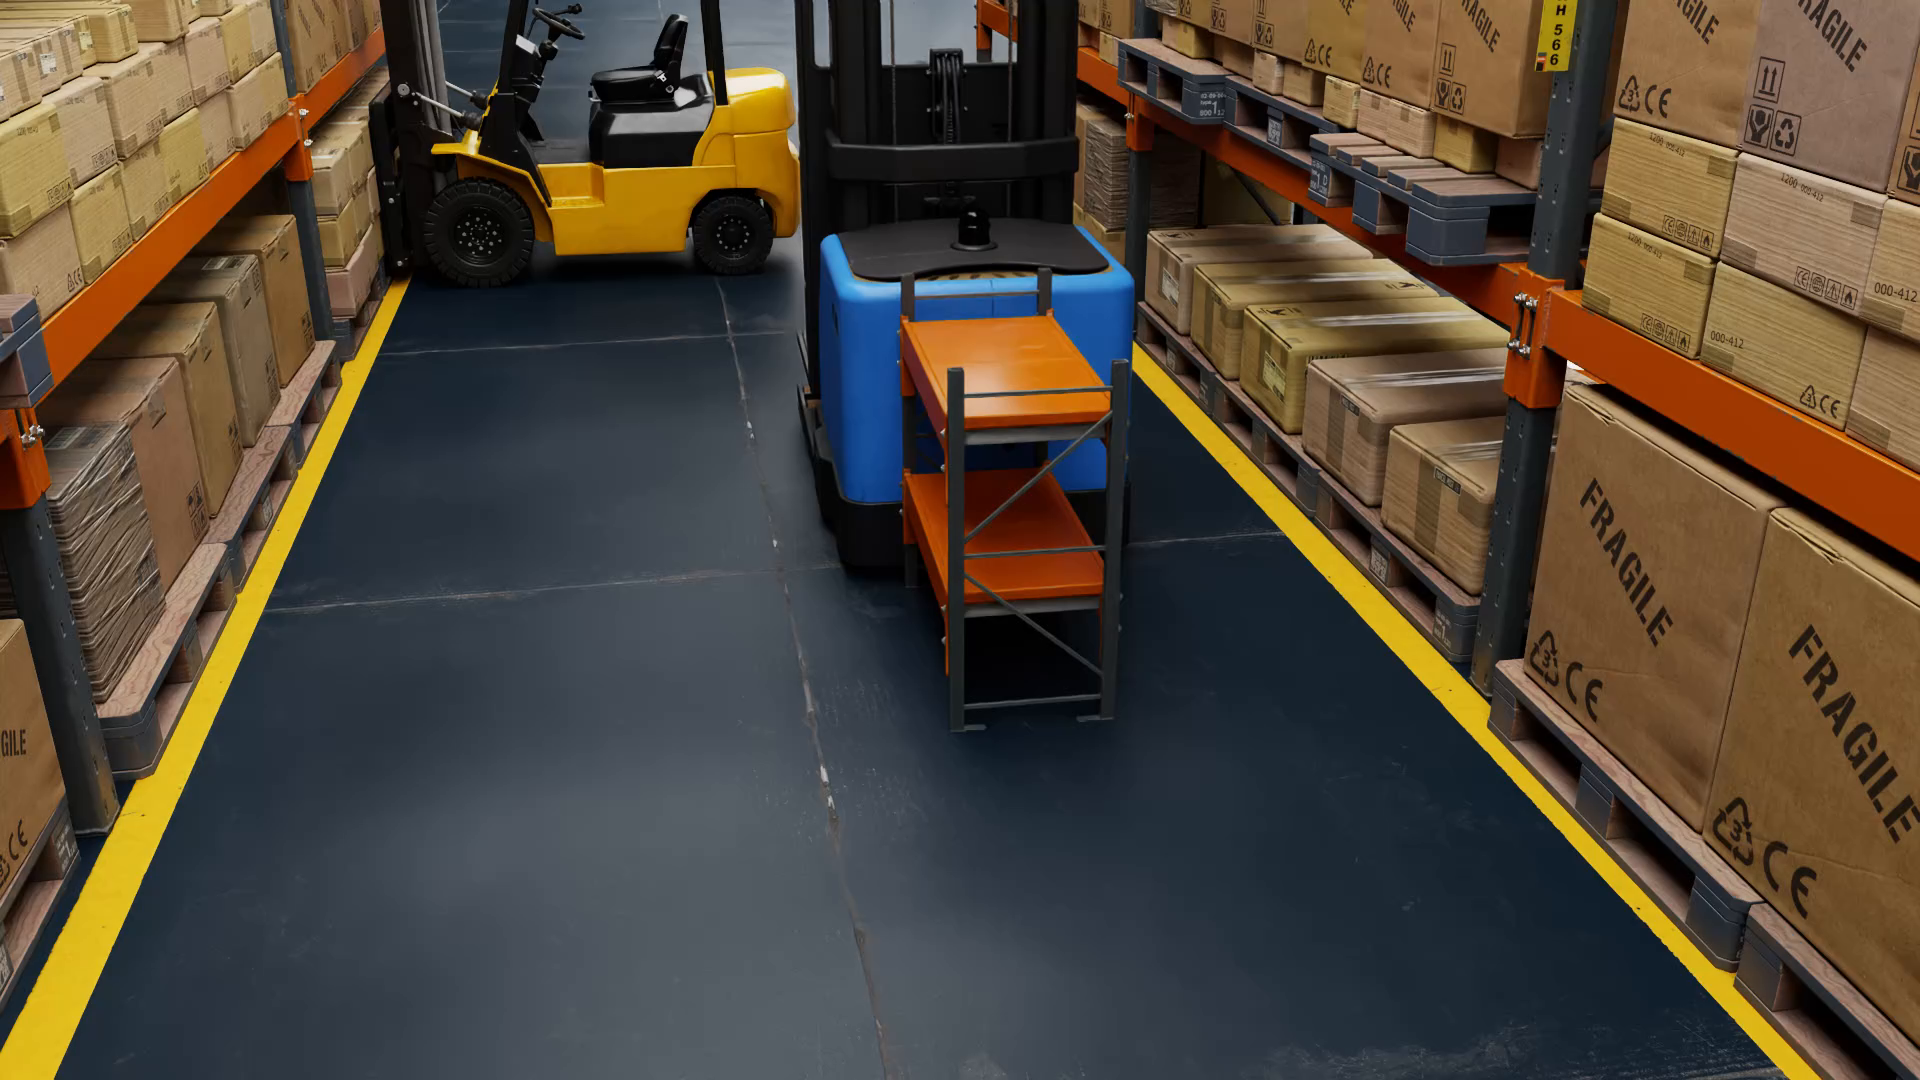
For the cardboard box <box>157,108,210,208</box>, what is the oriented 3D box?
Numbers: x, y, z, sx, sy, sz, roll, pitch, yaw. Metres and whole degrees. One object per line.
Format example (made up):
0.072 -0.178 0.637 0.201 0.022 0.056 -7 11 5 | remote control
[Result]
-2.903 -1.301 5.667 0.500 0.250 0.500 -4 24 -8 | cardboard box

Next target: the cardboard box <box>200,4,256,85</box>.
-3.072 -1.930 6.484 0.500 0.250 0.500 -5 24 -11 | cardboard box

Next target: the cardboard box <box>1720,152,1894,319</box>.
2.047 -0.680 3.623 0.500 0.250 0.500 -4 24 -8 | cardboard box

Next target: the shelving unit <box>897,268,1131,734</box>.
0.135 -0.163 5.218 0.538 1.125 1.048 -4 24 -8 | shelving unit

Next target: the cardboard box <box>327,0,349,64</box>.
-3.549 -2.788 8.761 0.500 0.500 0.500 -5 24 -10 | cardboard box

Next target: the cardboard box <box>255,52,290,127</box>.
-3.166 -1.898 7.035 0.500 0.250 0.500 -4 24 -9 | cardboard box

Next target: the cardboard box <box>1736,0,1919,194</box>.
2.053 -1.039 3.506 0.500 0.500 0.500 -4 24 -10 | cardboard box

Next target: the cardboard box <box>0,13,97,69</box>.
-2.806 -1.465 4.921 0.380 0.149 0.250 -4 24 -9 | cardboard box

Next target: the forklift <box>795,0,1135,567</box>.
-0.126 -1.807 6.724 1.130 2.935 3.031 -4 24 -8 | forklift

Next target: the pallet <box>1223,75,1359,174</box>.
1.695 -1.629 6.471 1.003 0.211 1.213 -4 24 -10 | pallet

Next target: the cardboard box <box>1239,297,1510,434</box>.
1.727 -0.741 6.956 0.950 0.372 0.625 -4 24 -8 | cardboard box

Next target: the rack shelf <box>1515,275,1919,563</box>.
2.471 0.175 3.000 1.077 0.370 4.000 -4 24 -10 | rack shelf

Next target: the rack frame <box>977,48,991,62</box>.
0.622 -4.088 11.862 1.000 3.000 0.127 -4 24 -10 | rack frame

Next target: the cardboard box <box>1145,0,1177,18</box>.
1.166 -2.683 7.625 0.500 0.500 0.500 -4 24 -8 | cardboard box

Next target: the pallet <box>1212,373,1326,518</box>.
1.736 -0.450 7.015 1.003 0.211 1.213 -4 24 -10 | pallet

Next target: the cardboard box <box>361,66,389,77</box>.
-3.864 -2.951 10.922 0.500 0.250 0.500 -4 24 -8 | cardboard box

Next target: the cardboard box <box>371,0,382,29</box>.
-3.820 -3.386 10.130 0.500 0.500 0.500 -4 24 -8 | cardboard box

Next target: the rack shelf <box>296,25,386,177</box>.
-3.886 -2.603 9.360 1.077 0.370 4.000 -4 24 -10 | rack shelf

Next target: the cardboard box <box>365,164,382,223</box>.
-3.479 -1.917 9.177 0.500 0.250 0.500 -5 24 -10 | cardboard box

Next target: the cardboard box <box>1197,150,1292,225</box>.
1.518 -2.042 9.153 0.500 0.500 0.500 -3 24 -7 | cardboard box

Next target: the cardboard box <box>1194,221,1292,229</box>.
1.518 -1.699 9.303 0.500 0.250 0.500 -5 24 -12 | cardboard box

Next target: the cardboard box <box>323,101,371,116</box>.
-3.574 -2.353 9.552 0.500 0.250 0.500 -5 24 -11 | cardboard box

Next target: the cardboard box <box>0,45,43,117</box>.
-2.596 -1.167 4.240 0.380 0.149 0.250 -4 24 -9 | cardboard box

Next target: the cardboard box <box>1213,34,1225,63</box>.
1.318 -2.146 7.206 0.380 0.149 0.250 -3 24 -6 | cardboard box

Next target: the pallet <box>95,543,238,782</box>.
-2.890 0.379 5.119 1.003 0.211 1.213 -4 24 -10 | pallet

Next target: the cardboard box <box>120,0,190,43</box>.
-2.844 -1.772 5.624 0.380 0.149 0.250 -5 24 -11 | cardboard box

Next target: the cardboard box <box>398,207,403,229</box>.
-3.574 -1.893 9.748 0.500 0.250 0.500 -4 24 -8 | cardboard box

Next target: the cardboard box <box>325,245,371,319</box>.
-3.280 -1.293 8.373 0.500 0.250 0.500 -4 24 -9 | cardboard box

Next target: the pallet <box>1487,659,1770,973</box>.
2.173 0.653 4.492 1.003 0.211 1.213 -4 24 -10 | pallet

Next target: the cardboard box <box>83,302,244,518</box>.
-3.131 -0.444 5.961 0.875 0.625 0.625 -5 24 -12 | cardboard box

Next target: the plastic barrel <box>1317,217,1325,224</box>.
2.492 -2.207 10.774 0.512 0.421 0.421 13 27 27 | plastic barrel

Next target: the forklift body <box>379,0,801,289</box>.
-2.112 -2.719 9.788 2.313 2.155 1.214 -4 24 -10 | forklift body

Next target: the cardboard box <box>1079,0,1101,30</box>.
0.933 -3.055 9.000 0.500 0.500 0.500 -4 24 -8 | cardboard box

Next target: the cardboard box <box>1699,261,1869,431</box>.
2.057 -0.461 3.744 0.500 0.250 0.500 -5 24 -11 | cardboard box

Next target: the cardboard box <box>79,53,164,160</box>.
-2.789 -1.329 5.109 0.500 0.250 0.500 -5 24 -11 | cardboard box

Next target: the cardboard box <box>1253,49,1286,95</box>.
1.367 -1.836 6.496 0.380 0.149 0.250 -3 24 -8 | cardboard box

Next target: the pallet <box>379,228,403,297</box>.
-3.851 -1.665 9.797 1.003 0.211 1.213 -4 24 -10 | pallet

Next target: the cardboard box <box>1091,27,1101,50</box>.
0.946 -2.808 9.246 0.380 0.149 0.250 -5 24 -10 | cardboard box

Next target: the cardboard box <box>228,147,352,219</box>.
-3.297 -1.750 8.170 0.500 0.250 0.500 -5 24 -11 | cardboard box

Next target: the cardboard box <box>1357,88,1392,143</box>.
1.559 -1.425 5.555 0.380 0.149 0.250 -5 24 -12 | cardboard box

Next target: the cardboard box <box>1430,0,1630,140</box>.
1.744 -1.474 4.856 0.500 0.500 0.500 -5 24 -11 | cardboard box

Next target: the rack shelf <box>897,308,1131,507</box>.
0.135 -0.431 5.101 0.538 0.278 1.000 -4 24 -8 | rack shelf

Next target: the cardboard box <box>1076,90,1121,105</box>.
0.797 -2.404 9.980 0.500 0.500 0.500 -3 24 -7 | cardboard box

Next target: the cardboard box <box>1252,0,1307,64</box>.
1.443 -2.090 6.265 0.500 0.500 0.500 -5 24 -12 | cardboard box

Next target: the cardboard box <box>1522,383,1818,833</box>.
2.147 0.118 4.362 0.875 0.875 0.875 -5 24 -10 | cardboard box

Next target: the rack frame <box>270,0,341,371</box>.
-3.516 -2.146 7.415 1.000 3.000 0.127 -4 24 -10 | rack frame

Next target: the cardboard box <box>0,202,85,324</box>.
-2.618 -0.696 4.283 0.500 0.250 0.500 -4 24 -10 | cardboard box

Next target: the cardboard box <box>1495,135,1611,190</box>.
1.809 -1.130 4.878 0.380 0.149 0.250 -3 24 -8 | cardboard box
